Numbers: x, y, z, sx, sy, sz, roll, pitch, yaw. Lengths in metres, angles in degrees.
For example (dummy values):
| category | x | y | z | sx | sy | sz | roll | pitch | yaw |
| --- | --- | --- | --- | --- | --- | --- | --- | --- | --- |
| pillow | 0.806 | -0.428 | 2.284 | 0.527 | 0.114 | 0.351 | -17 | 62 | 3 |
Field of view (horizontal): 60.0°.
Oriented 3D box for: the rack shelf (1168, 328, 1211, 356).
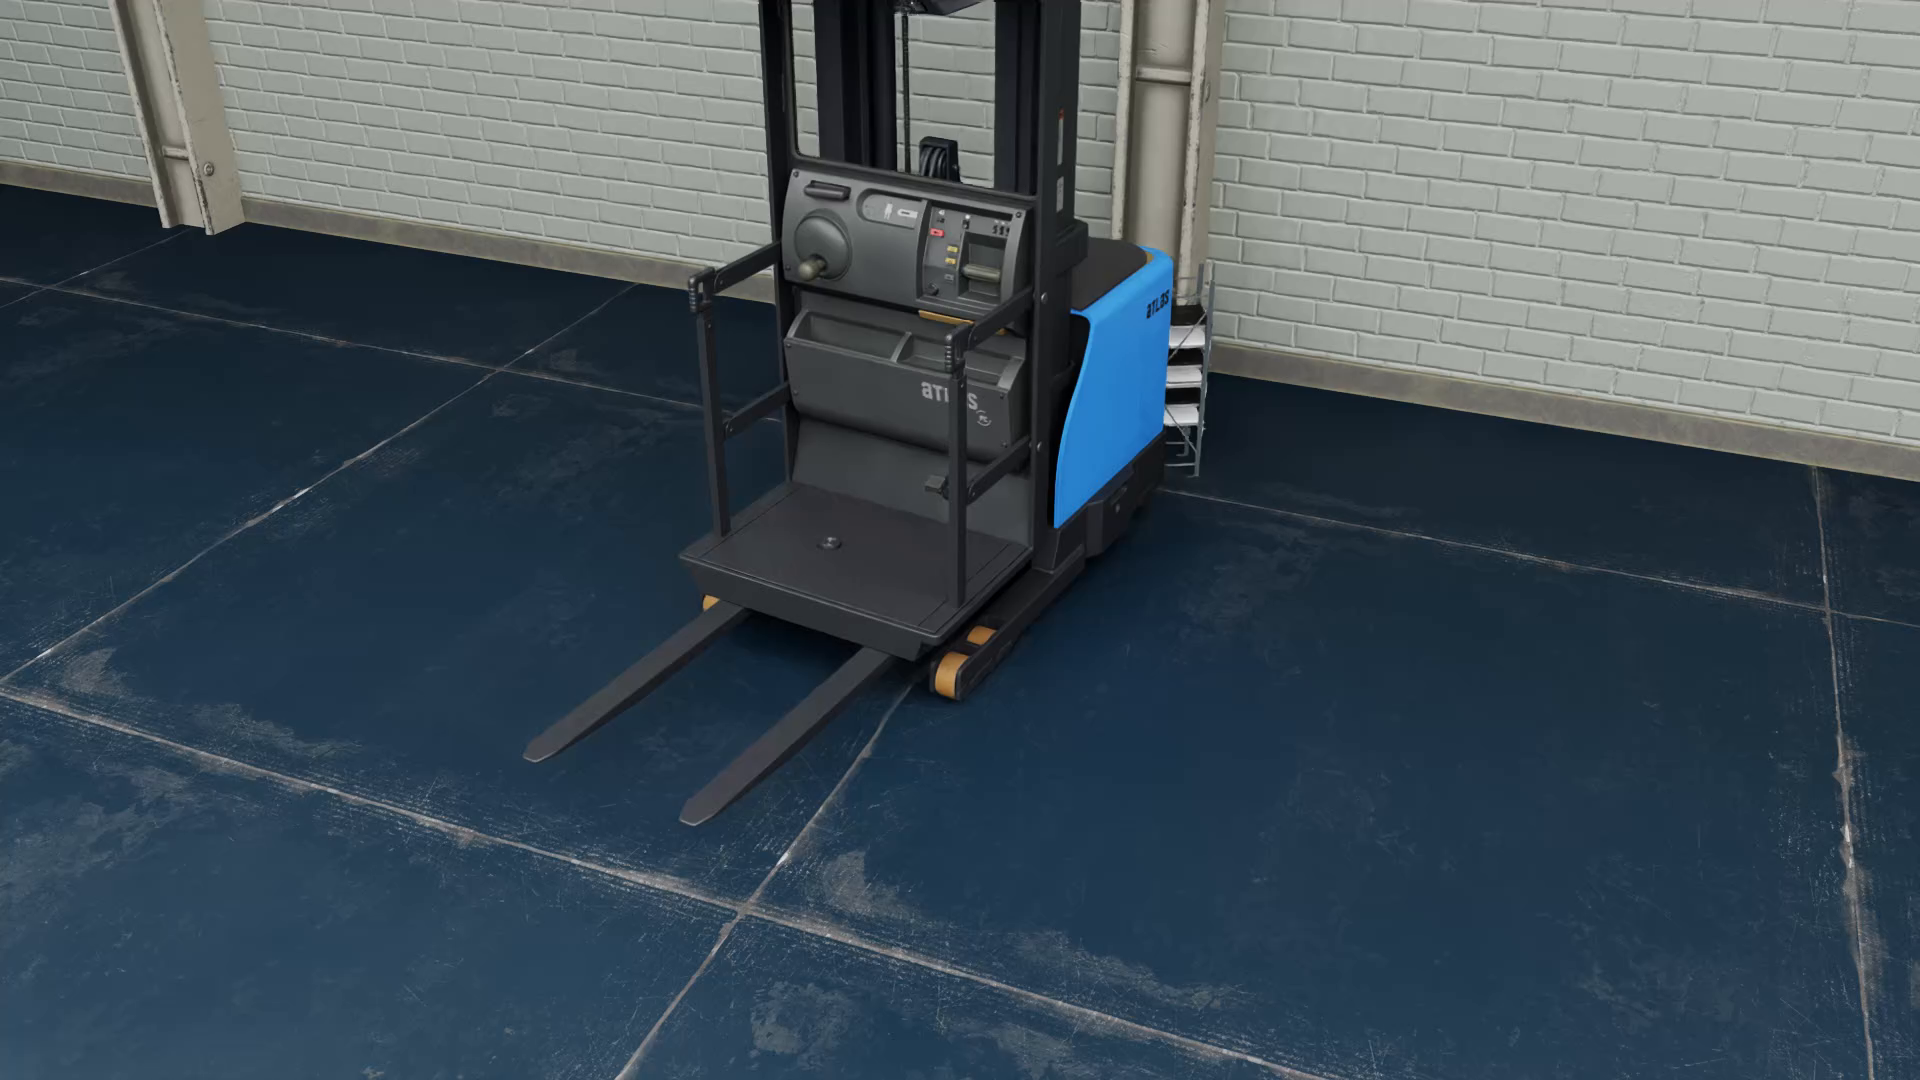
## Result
| category | x | y | z | sx | sy | sz | roll | pitch | yaw |
| --- | --- | --- | --- | --- | --- | --- | --- | --- | --- |
| rack shelf | 0.911 | -0.837 | 7.015 | 0.258 | 0.077 | 0.200 | -3 | 30 | -5 |

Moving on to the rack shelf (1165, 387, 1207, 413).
| category | x | y | z | sx | sy | sz | roll | pitch | yaw |
| --- | --- | --- | --- | --- | --- | --- | --- | --- | --- |
| rack shelf | 0.909 | -0.604 | 7.151 | 0.258 | 0.077 | 0.200 | -3 | 30 | -5 |

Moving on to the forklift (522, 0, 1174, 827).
| category | x | y | z | sx | sy | sz | roll | pitch | yaw |
| --- | --- | --- | --- | --- | --- | --- | --- | --- | --- |
| forklift | -0.306 | -0.979 | 5.503 | 1.130 | 2.935 | 3.031 | 16 | 33 | 26 |

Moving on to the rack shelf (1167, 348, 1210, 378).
| category | x | y | z | sx | sy | sz | roll | pitch | yaw |
| --- | --- | --- | --- | --- | --- | --- | --- | --- | --- |
| rack shelf | 0.910 | -0.760 | 7.060 | 0.258 | 0.077 | 0.200 | -3 | 30 | -5 |

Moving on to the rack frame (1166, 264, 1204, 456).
| category | x | y | z | sx | sy | sz | roll | pitch | yaw |
| --- | --- | --- | --- | --- | --- | --- | --- | --- | --- |
| rack frame | 0.900 | -0.762 | 7.176 | 0.240 | 0.900 | 0.006 | -3 | 30 | -5 |

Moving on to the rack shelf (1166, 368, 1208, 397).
| category | x | y | z | sx | sy | sz | roll | pitch | yaw |
| --- | --- | --- | --- | --- | --- | --- | --- | --- | --- |
| rack shelf | 0.910 | -0.682 | 7.106 | 0.258 | 0.077 | 0.200 | -3 | 30 | -5 |

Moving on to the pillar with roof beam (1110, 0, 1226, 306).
| category | x | y | z | sx | sy | sz | roll | pitch | yaw |
| --- | --- | --- | --- | --- | --- | --- | --- | --- | --- |
| pillar with roof beam | -0.675 | -2.783 | 2.528 | 0.400 | 9.000 | 9.100 | 11 | 31 | 19 |

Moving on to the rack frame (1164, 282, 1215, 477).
| category | x | y | z | sx | sy | sz | roll | pitch | yaw |
| --- | --- | --- | --- | --- | --- | --- | --- | --- | --- |
| rack frame | 0.920 | -0.660 | 7.002 | 0.240 | 0.900 | 0.006 | -3 | 30 | -5 |

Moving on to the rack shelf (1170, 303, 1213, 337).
| category | x | y | z | sx | sy | sz | roll | pitch | yaw |
| --- | --- | --- | --- | --- | --- | --- | --- | --- | --- |
| rack shelf | 0.911 | -0.915 | 6.969 | 0.258 | 0.077 | 0.200 | -3 | 30 | -5 |

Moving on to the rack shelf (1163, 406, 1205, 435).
| category | x | y | z | sx | sy | sz | roll | pitch | yaw |
| --- | --- | --- | --- | --- | --- | --- | --- | --- | --- |
| rack shelf | 0.909 | -0.527 | 7.197 | 0.258 | 0.077 | 0.200 | -3 | 30 | -5 |

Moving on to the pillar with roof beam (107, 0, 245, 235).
| category | x | y | z | sx | sy | sz | roll | pitch | yaw |
| --- | --- | --- | --- | --- | --- | --- | --- | --- | --- |
| pillar with roof beam | -6.235 | -3.893 | 4.492 | 0.400 | 9.000 | 9.100 | 11 | 31 | 19 |

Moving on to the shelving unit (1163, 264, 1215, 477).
| category | x | y | z | sx | sy | sz | roll | pitch | yaw |
| --- | --- | --- | --- | --- | --- | --- | --- | --- | --- |
| shelving unit | 0.910 | -0.711 | 7.089 | 0.258 | 0.900 | 0.210 | -3 | 30 | -5 |
